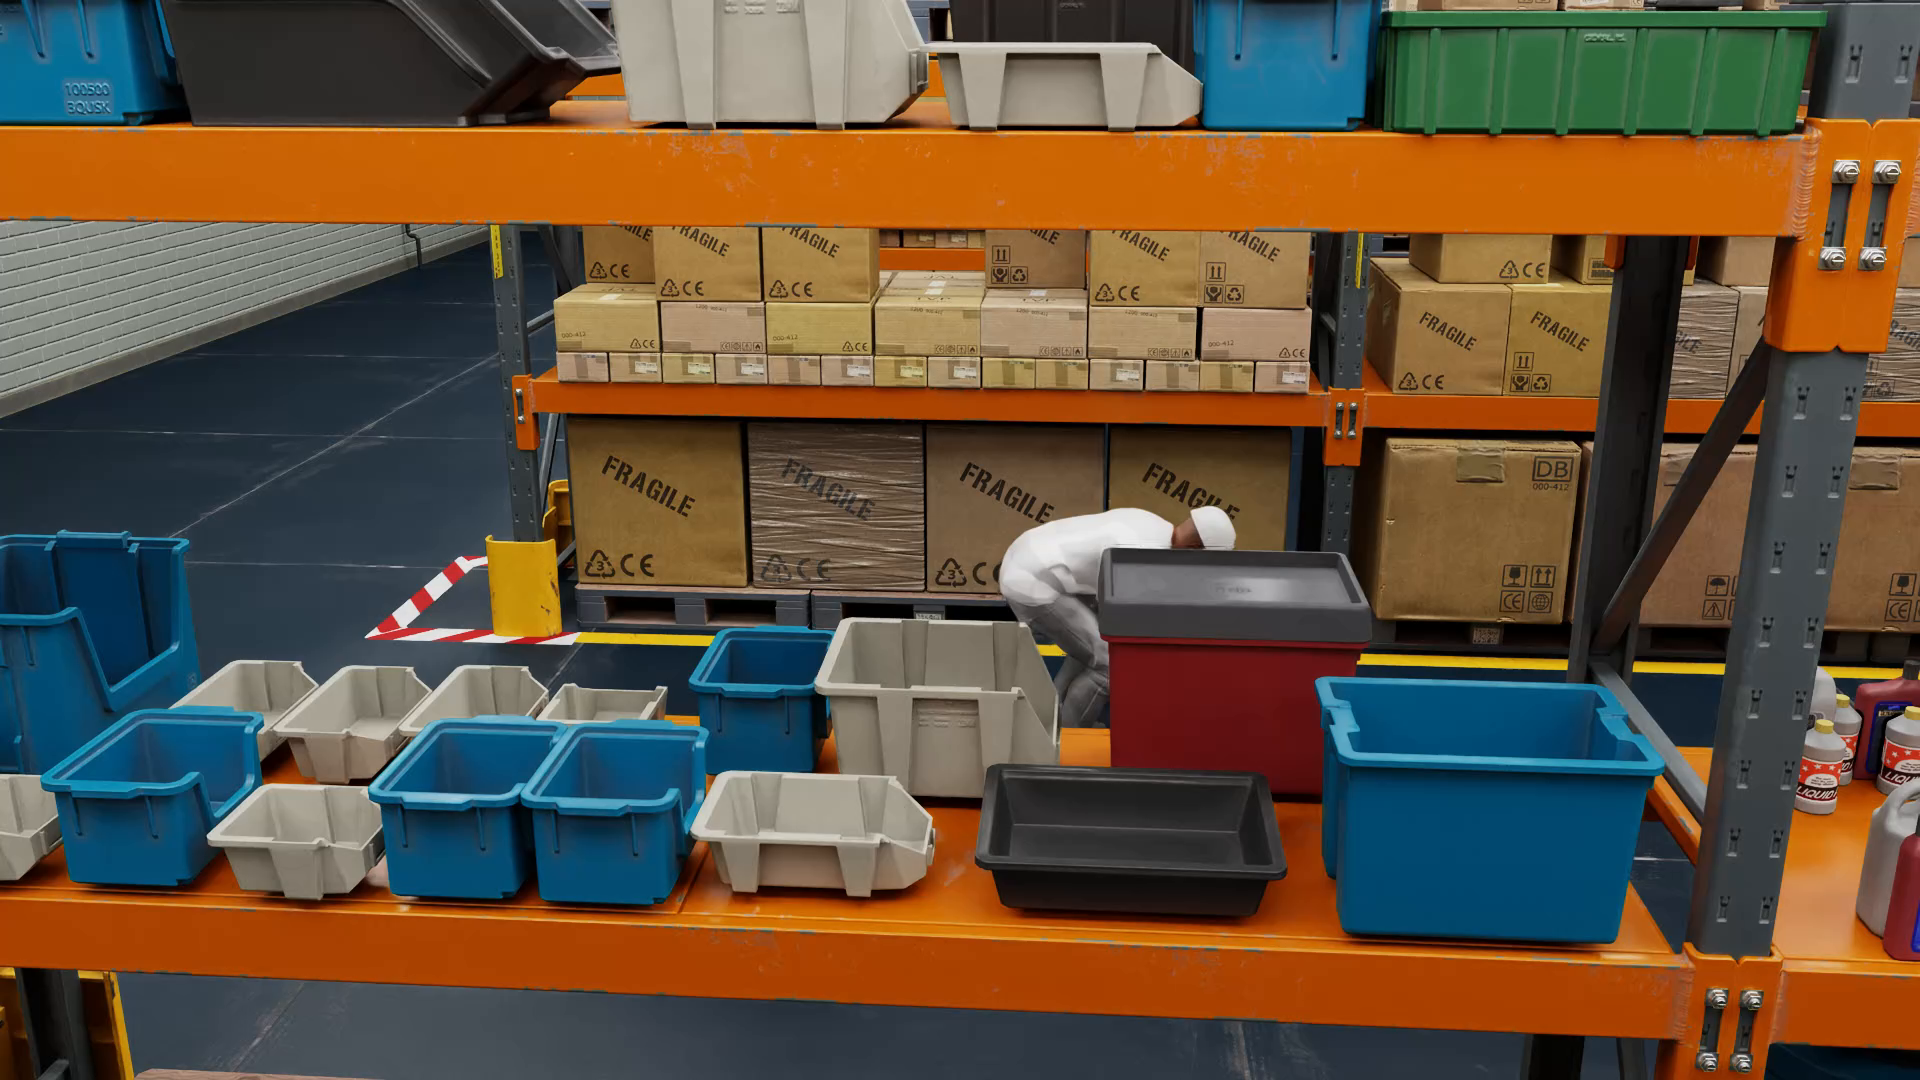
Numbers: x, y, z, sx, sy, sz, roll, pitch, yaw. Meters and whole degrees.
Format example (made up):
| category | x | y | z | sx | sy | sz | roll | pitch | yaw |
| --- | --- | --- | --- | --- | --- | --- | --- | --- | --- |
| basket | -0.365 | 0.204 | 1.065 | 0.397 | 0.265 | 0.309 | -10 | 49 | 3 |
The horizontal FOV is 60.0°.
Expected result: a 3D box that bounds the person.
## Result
| category | x | y | z | sx | sy | sz | roll | pitch | yaw |
| --- | --- | --- | --- | --- | --- | --- | --- | --- | --- |
| person | 0.643 | 0.380 | 6.934 | 0.966 | 1.085 | 0.508 | 0 | 17 | 1 |
